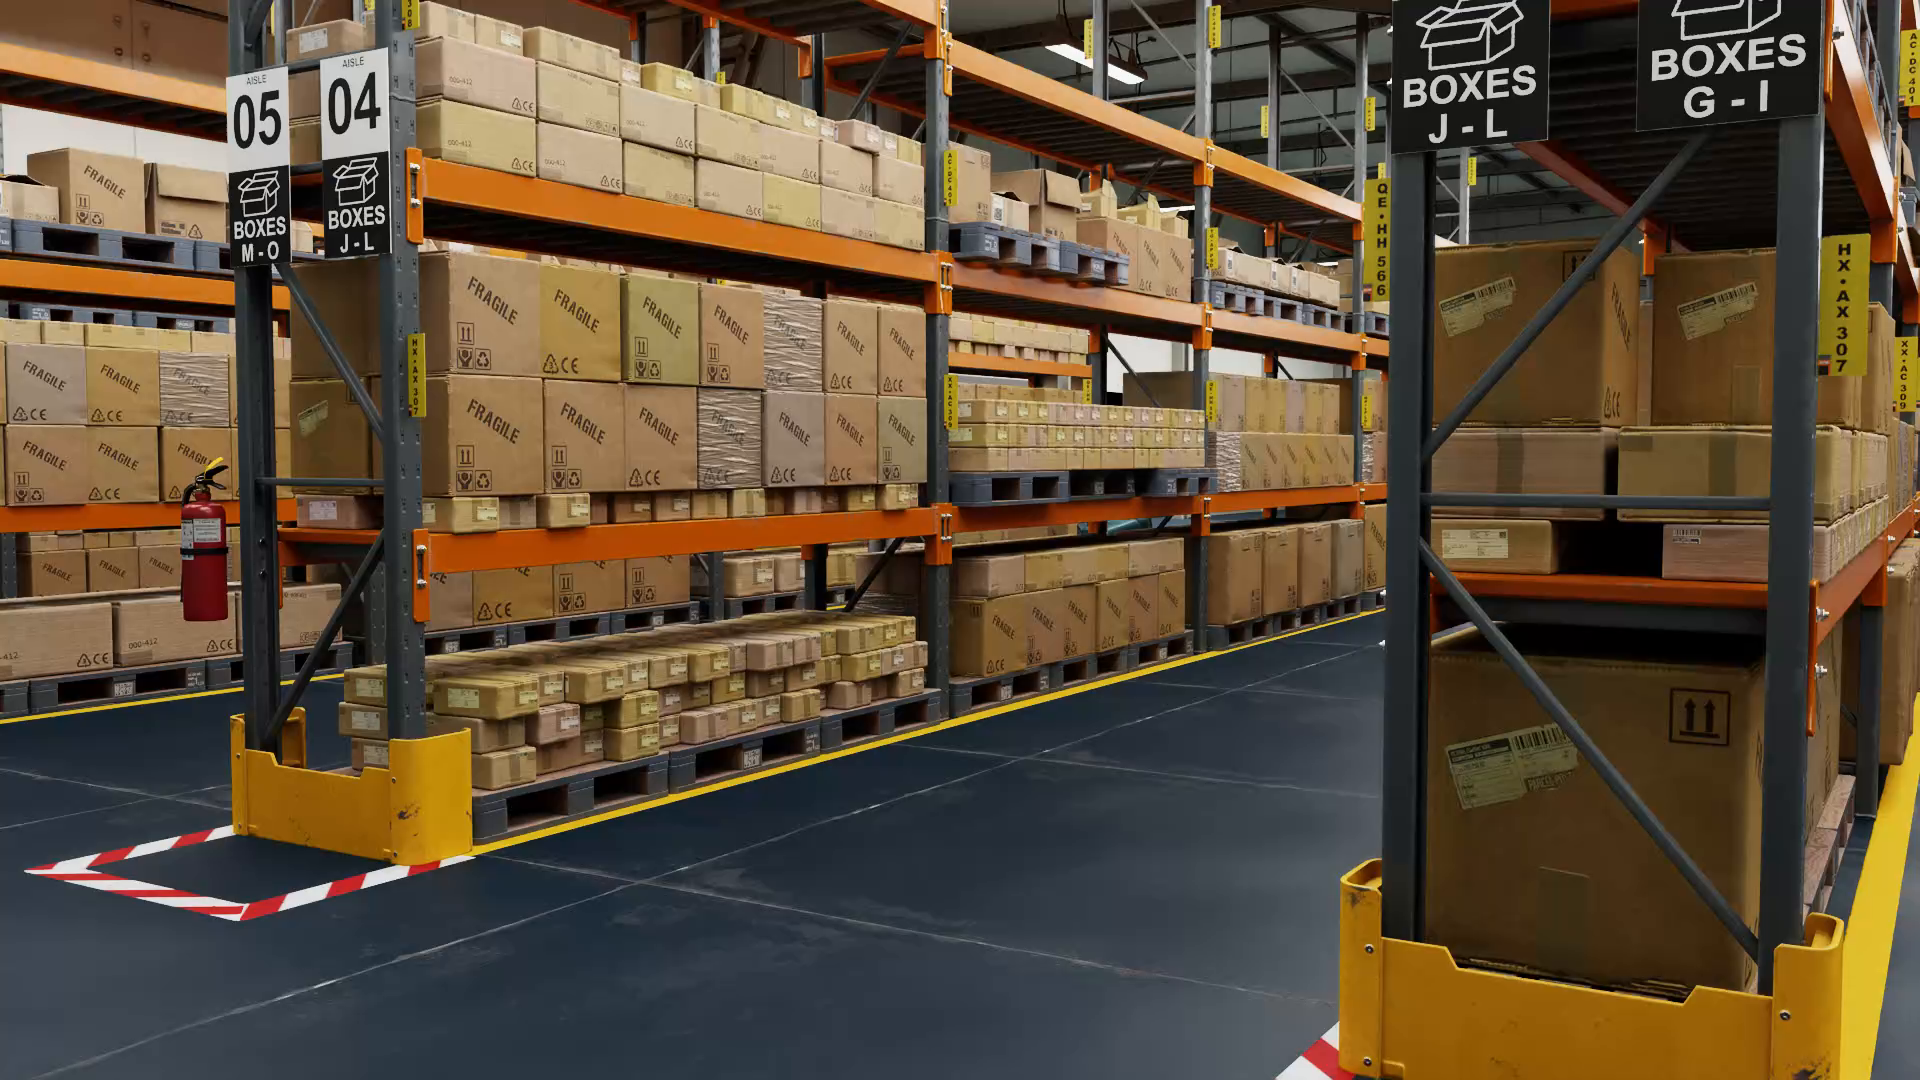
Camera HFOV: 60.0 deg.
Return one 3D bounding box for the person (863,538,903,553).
[{"bbox_3d":[-0.748,-0.030,16.392,0.469,1.593,0.366,2,4,30],"label":"person"}]
